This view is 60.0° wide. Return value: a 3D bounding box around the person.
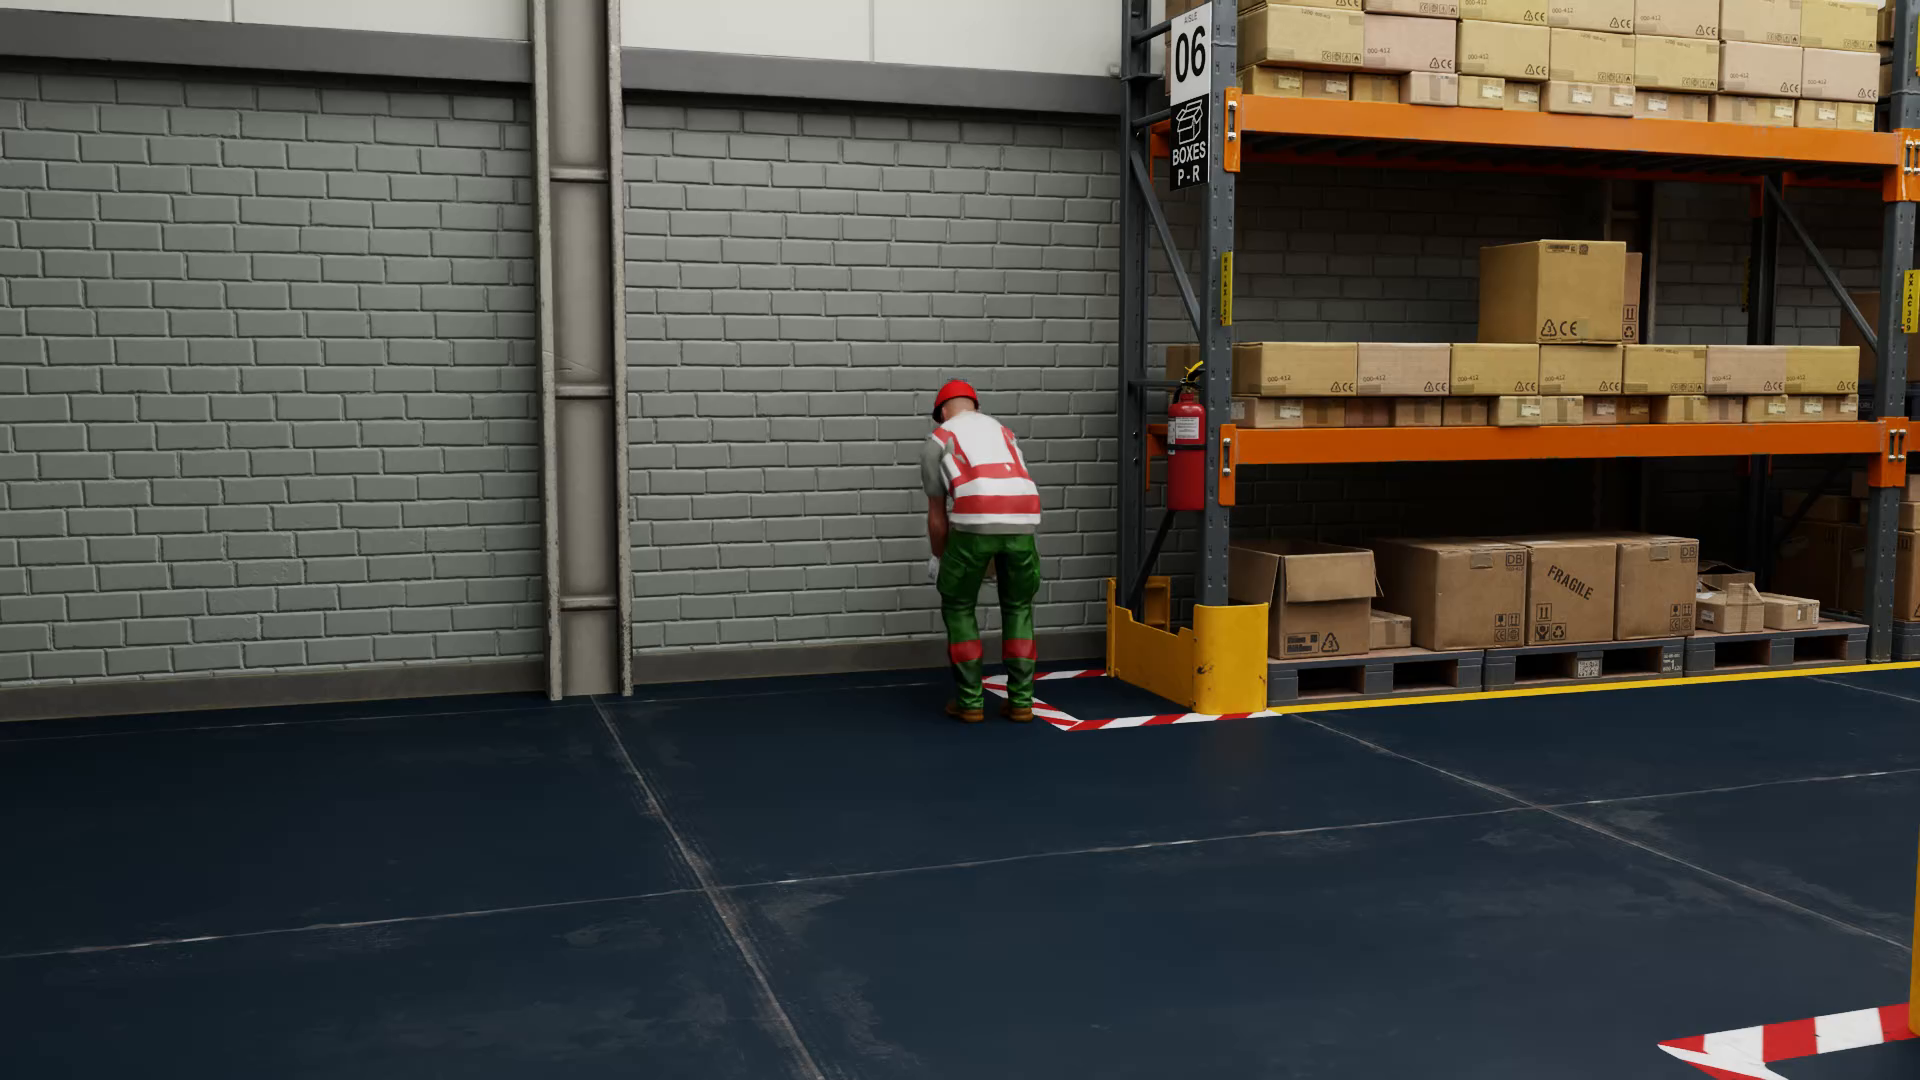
[{"bbox_3d":[0.078,0.032,7.630,0.493,1.528,0.822,-2,6,-17],"label":"person"}]
